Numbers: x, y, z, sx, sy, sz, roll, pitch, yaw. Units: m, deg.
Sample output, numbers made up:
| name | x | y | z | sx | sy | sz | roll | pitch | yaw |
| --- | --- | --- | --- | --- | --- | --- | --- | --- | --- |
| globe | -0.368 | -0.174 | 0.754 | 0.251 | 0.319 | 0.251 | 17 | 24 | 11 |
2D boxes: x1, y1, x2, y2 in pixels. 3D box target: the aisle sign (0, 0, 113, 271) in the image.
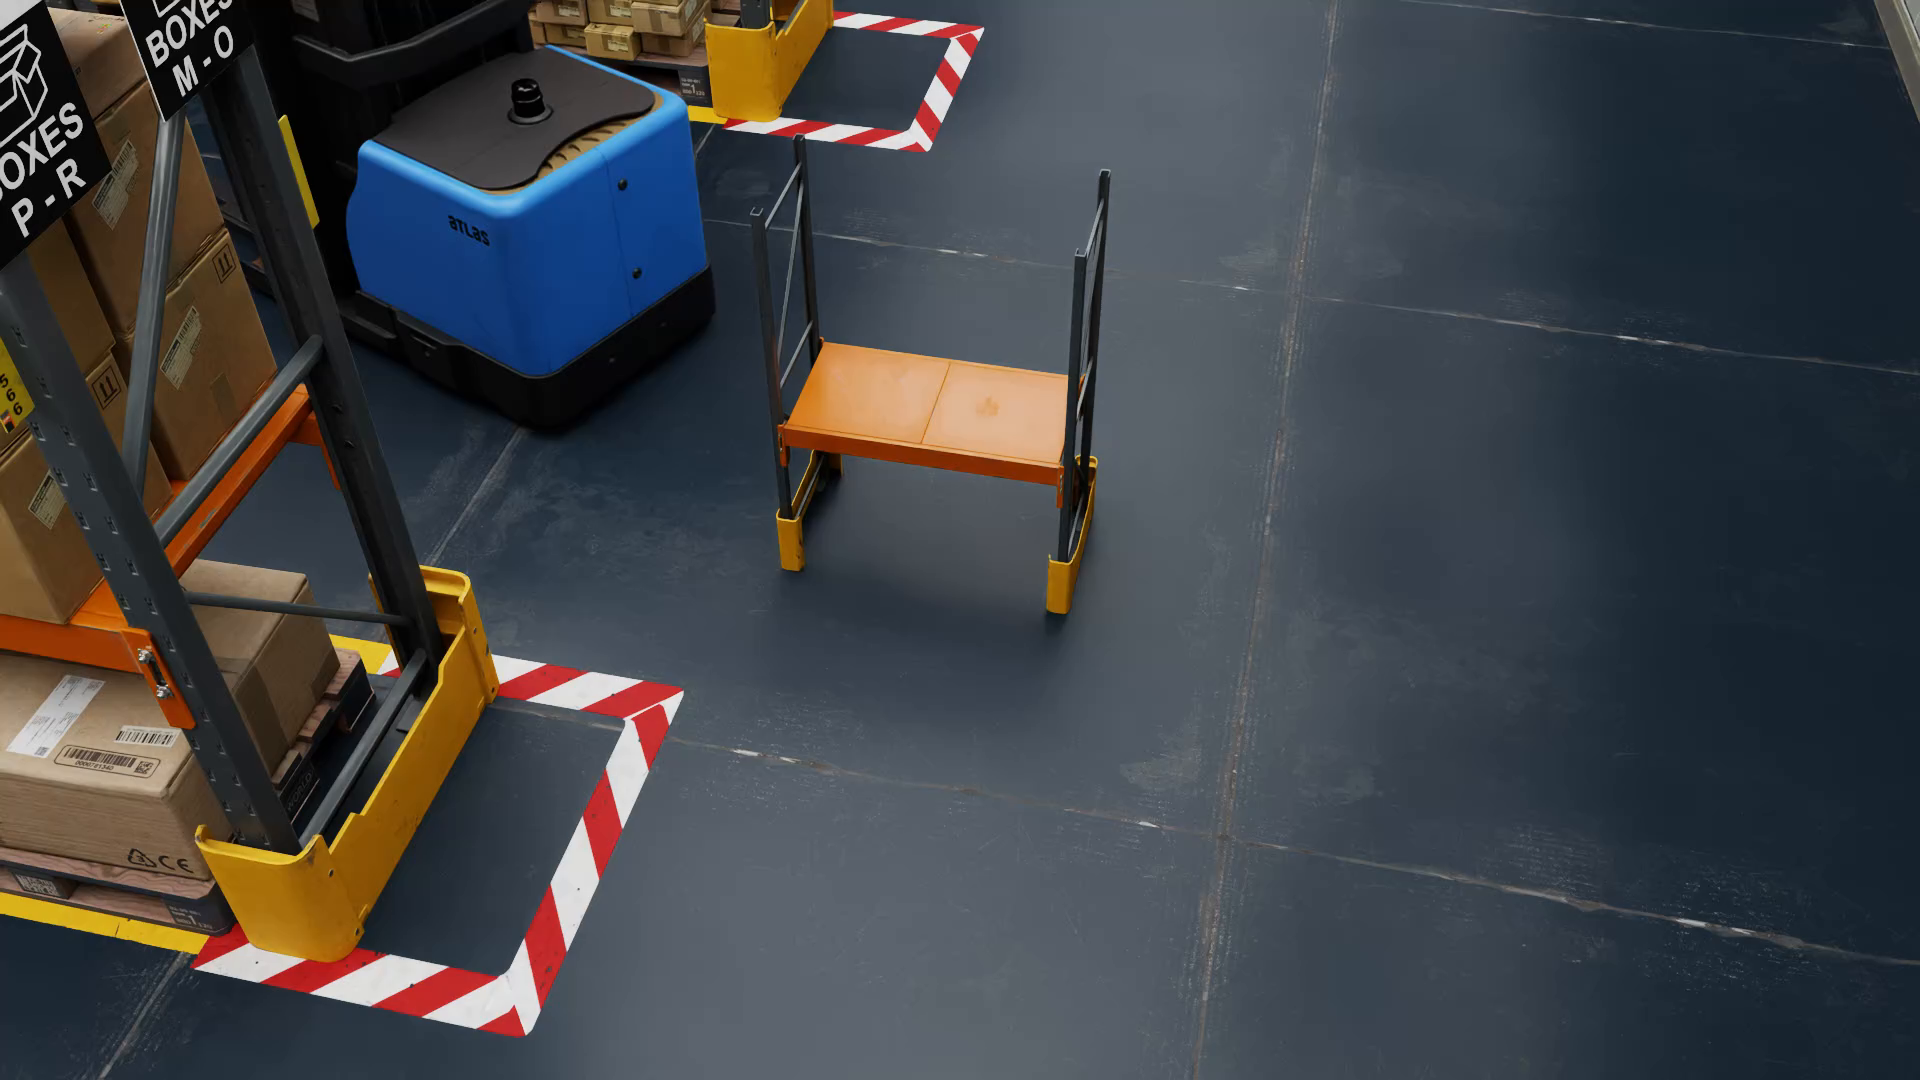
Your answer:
| name | x | y | z | sx | sy | sz | roll | pitch | yaw |
| --- | --- | --- | --- | --- | --- | --- | --- | --- | --- |
| aisle sign | -1.887 | -0.956 | 3.206 | 0.004 | 0.787 | 0.394 | 9 | 45 | 9 |

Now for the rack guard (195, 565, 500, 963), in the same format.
| name | x | y | z | sx | sy | sz | roll | pitch | yaw |
| --- | --- | --- | --- | --- | --- | --- | --- | --- | --- |
| rack guard | -1.867 | 0.664 | 5.199 | 0.348 | 0.500 | 1.175 | 9 | 45 | 9 |

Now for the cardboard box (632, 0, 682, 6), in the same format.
| name | x | y | z | sx | sy | sz | roll | pitch | yaw |
| --- | --- | --- | --- | --- | --- | --- | --- | --- | --- |
| cardboard box | -1.480 | -2.852 | 8.374 | 0.250 | 0.149 | 0.380 | 9 | 45 | 10 |

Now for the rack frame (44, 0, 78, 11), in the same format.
| name | x | y | z | sx | sy | sz | roll | pitch | yaw |
| --- | --- | --- | --- | --- | --- | --- | --- | --- | --- |
| rack frame | -4.811 | -4.211 | 8.462 | 0.127 | 3.000 | 1.000 | 9 | 45 | 9 |

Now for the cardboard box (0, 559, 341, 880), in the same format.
| name | x | y | z | sx | sy | sz | roll | pitch | yaw |
| --- | --- | --- | --- | --- | --- | --- | --- | --- | --- |
| cardboard box | -2.556 | 0.500 | 5.113 | 0.875 | 0.438 | 0.875 | 7 | 44 | 8 |

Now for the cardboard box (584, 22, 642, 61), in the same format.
| name | x | y | z | sx | sy | sz | roll | pitch | yaw |
| --- | --- | --- | --- | --- | --- | --- | --- | --- | --- |
| cardboard box | -1.740 | -2.638 | 8.581 | 0.250 | 0.149 | 0.380 | 10 | 45 | 10 |

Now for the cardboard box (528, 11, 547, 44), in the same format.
| name | x | y | z | sx | sy | sz | roll | pitch | yaw |
| --- | --- | --- | --- | --- | --- | --- | --- | --- | --- |
| cardboard box | -2.223 | -2.765 | 8.713 | 0.250 | 0.149 | 0.380 | 9 | 45 | 9 |

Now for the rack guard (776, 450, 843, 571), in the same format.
| name | x | y | z | sx | sy | sz | roll | pitch | yaw |
| --- | --- | --- | --- | --- | --- | --- | --- | --- | --- |
| rack guard | -0.560 | -0.177 | 6.254 | 0.087 | 0.250 | 0.587 | 9 | 45 | 9 |

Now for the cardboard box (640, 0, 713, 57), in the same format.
| name | x | y | z | sx | sy | sz | roll | pitch | yaw |
| --- | --- | --- | --- | --- | --- | --- | --- | --- | --- |
| cardboard box | -1.467 | -2.668 | 8.612 | 0.250 | 0.149 | 0.380 | 10 | 45 | 10 |

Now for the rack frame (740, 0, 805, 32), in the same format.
| name | x | y | z | sx | sy | sz | roll | pitch | yaw |
| --- | --- | --- | --- | --- | --- | --- | --- | --- | --- |
| rack frame | -0.908 | -3.605 | 7.833 | 0.127 | 3.000 | 1.000 | 9 | 45 | 9 |

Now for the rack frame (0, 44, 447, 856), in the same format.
| name | x | y | z | sx | sy | sz | roll | pitch | yaw |
| --- | --- | --- | --- | --- | --- | --- | --- | --- | --- |
| rack frame | -1.890 | -0.240 | 4.336 | 0.127 | 3.000 | 1.000 | 9 | 45 | 9 |

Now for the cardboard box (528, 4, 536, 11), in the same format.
| name | x | y | z | sx | sy | sz | roll | pitch | yaw |
| --- | --- | --- | --- | --- | --- | --- | --- | --- | --- |
| cardboard box | -2.232 | -2.911 | 8.650 | 0.250 | 0.149 | 0.380 | 8 | 45 | 9 |

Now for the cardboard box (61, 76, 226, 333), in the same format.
| name | x | y | z | sx | sy | sz | roll | pitch | yaw |
| --- | --- | --- | --- | --- | --- | --- | --- | --- | --- |
| cardboard box | -2.296 | -0.902 | 4.231 | 0.500 | 0.500 | 0.500 | 8 | 44 | 8 |

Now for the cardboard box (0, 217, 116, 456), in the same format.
| name | x | y | z | sx | sy | sz | roll | pitch | yaw |
| --- | --- | --- | --- | --- | --- | --- | --- | --- | --- |
| cardboard box | -2.412 | -0.548 | 3.863 | 0.500 | 0.500 | 0.500 | 10 | 45 | 10 |

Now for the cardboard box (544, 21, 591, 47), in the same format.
| name | x | y | z | sx | sy | sz | roll | pitch | yaw |
| --- | --- | --- | --- | --- | --- | --- | --- | --- | --- |
| cardboard box | -1.979 | -2.737 | 8.683 | 0.250 | 0.149 | 0.380 | 9 | 45 | 9 |

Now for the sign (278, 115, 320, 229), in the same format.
| name | x | y | z | sx | sy | sz | roll | pitch | yaw |
| --- | --- | --- | --- | --- | --- | --- | --- | --- | --- |
| sign | -1.763 | -0.955 | 4.398 | 0.005 | 0.325 | 0.100 | 9 | 45 | 9 |

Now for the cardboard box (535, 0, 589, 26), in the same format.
| name | x | y | z | sx | sy | sz | roll | pitch | yaw |
| --- | --- | --- | --- | --- | --- | --- | --- | --- | --- |
| cardboard box | -1.993 | -2.801 | 8.535 | 0.250 | 0.149 | 0.380 | 7 | 44 | 7 |

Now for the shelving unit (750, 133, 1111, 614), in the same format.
| name | x | y | z | sx | sy | sz | roll | pitch | yaw |
| --- | --- | --- | --- | --- | --- | --- | --- | --- | --- |
| shelving unit | -0.074 | -0.552 | 5.742 | 1.083 | 1.500 | 0.587 | 9 | 45 | 9 |

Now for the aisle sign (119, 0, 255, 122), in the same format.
| name | x | y | z | sx | sy | sz | roll | pitch | yaw |
| --- | --- | --- | --- | --- | --- | --- | --- | --- | --- |
| aisle sign | -1.756 | -1.362 | 3.627 | 0.004 | 0.787 | 0.394 | 9 | 45 | 9 |

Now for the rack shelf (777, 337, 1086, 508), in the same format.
| name | x | y | z | sx | sy | sz | roll | pitch | yaw |
| --- | --- | --- | --- | --- | --- | --- | --- | --- | --- |
| rack shelf | -0.083 | -0.424 | 5.868 | 1.000 | 0.185 | 0.538 | 9 | 45 | 9 |

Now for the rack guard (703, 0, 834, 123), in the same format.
| name | x | y | z | sx | sy | sz | roll | pitch | yaw |
| --- | --- | --- | --- | --- | --- | --- | --- | --- | --- |
| rack guard | -0.982 | -2.716 | 8.711 | 0.348 | 0.500 | 1.175 | 9 | 45 | 9 |

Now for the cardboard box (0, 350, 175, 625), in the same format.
| name | x | y | z | sx | sy | sz | roll | pitch | yaw |
| --- | --- | --- | --- | --- | --- | --- | --- | --- | --- |
| cardboard box | -2.419 | -0.170 | 4.191 | 0.500 | 0.500 | 0.500 | 9 | 45 | 9 |

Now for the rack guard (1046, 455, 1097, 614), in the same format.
| name | x | y | z | sx | sy | sz | roll | pitch | yaw |
| --- | --- | --- | --- | --- | --- | --- | --- | --- | --- |
| rack guard | 0.412 | -0.026 | 6.097 | 0.087 | 0.250 | 0.587 | 9 | 45 | 9 |

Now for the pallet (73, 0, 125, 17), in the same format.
| name | x | y | z | sx | sy | sz | roll | pitch | yaw |
| --- | --- | --- | --- | --- | --- | --- | --- | --- | --- |
| pallet | -4.148 | -3.128 | 9.348 | 1.213 | 0.211 | 1.003 | 9 | 45 | 9 |

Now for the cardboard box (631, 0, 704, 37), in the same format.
| name | x | y | z | sx | sy | sz | roll | pitch | yaw |
| --- | --- | --- | --- | --- | --- | --- | --- | --- | --- |
| cardboard box | -1.485 | -2.723 | 8.455 | 0.250 | 0.149 | 0.380 | 8 | 44 | 8 |

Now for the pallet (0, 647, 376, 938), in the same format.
| name | x | y | z | sx | sy | sz | roll | pitch | yaw |
| --- | --- | --- | --- | --- | --- | --- | --- | --- | --- |
| pallet | -2.687 | 0.697 | 5.374 | 1.213 | 0.211 | 1.003 | 9 | 45 | 9 |

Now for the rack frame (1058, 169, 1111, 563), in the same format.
| name | x | y | z | sx | sy | sz | roll | pitch | yaw |
| --- | --- | --- | --- | --- | --- | --- | --- | --- | --- |
| rack frame | 0.413 | -0.476 | 5.663 | 0.032 | 1.500 | 0.500 | 9 | 45 | 9 |

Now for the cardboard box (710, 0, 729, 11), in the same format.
| name | x | y | z | sx | sy | sz | roll | pitch | yaw |
| --- | --- | --- | --- | --- | --- | --- | --- | --- | --- |
| cardboard box | -1.349 | -3.025 | 8.983 | 0.250 | 0.149 | 0.380 | 10 | 45 | 10 |

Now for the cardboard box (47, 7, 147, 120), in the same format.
| name | x | y | z | sx | sy | sz | roll | pitch | yaw |
| --- | --- | --- | --- | --- | --- | --- | --- | --- | --- |
| cardboard box | -2.176 | -1.111 | 3.980 | 0.250 | 0.149 | 0.380 | 10 | 45 | 10 |

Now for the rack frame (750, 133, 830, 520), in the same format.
| name | x | y | z | sx | sy | sz | roll | pitch | yaw |
| --- | --- | --- | --- | --- | --- | --- | --- | --- | --- |
| rack frame | -0.579 | -0.630 | 5.823 | 0.032 | 1.500 | 0.500 | 9 | 45 | 9 |

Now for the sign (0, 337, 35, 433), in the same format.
| name | x | y | z | sx | sy | sz | roll | pitch | yaw |
| --- | --- | --- | --- | --- | --- | --- | --- | --- | --- |
| sign | -2.022 | -0.377 | 3.473 | 0.005 | 0.325 | 0.100 | 9 | 45 | 9 |

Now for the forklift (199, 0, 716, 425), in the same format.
| name | x | y | z | sx | sy | sz | roll | pitch | yaw |
| --- | --- | --- | --- | --- | --- | --- | --- | --- | --- |
| forklift | -2.546 | -2.339 | 6.567 | 3.031 | 2.935 | 1.130 | 27 | 50 | 25 |

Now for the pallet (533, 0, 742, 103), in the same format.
| name | x | y | z | sx | sy | sz | roll | pitch | yaw |
| --- | --- | --- | --- | --- | --- | --- | --- | --- | --- |
| pallet | -1.767 | -2.759 | 8.964 | 1.213 | 0.211 | 1.003 | 9 | 45 | 9 |

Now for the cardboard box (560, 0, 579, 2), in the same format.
| name | x | y | z | sx | sy | sz | roll | pitch | yaw |
| --- | --- | --- | --- | --- | --- | --- | --- | --- | --- |
| cardboard box | -1.993 | -2.883 | 8.406 | 0.250 | 0.149 | 0.380 | 8 | 44 | 8 |

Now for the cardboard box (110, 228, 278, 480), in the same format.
| name | x | y | z | sx | sy | sz | roll | pitch | yaw |
| --- | --- | --- | --- | --- | --- | --- | --- | --- | --- |
| cardboard box | -2.296 | -0.543 | 4.579 | 0.500 | 0.500 | 0.500 | 9 | 45 | 9 |

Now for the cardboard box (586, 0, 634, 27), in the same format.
| name | x | y | z | sx | sy | sz | roll | pitch | yaw |
| --- | --- | --- | --- | --- | --- | --- | --- | --- | --- |
| cardboard box | -1.728 | -2.799 | 8.534 | 0.250 | 0.149 | 0.380 | 8 | 44 | 8 |

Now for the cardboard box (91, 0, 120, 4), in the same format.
| name | x | y | z | sx | sy | sz | roll | pitch | yaw |
| --- | --- | --- | --- | --- | --- | --- | --- | --- | --- |
| cardboard box | -4.526 | -3.063 | 9.022 | 0.250 | 0.149 | 0.380 | 7 | 44 | 7 |

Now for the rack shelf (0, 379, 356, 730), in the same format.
| name | x | y | z | sx | sy | sz | roll | pitch | yaw |
| --- | --- | --- | --- | --- | --- | --- | --- | --- | --- |
| rack shelf | -3.842 | -0.284 | 4.900 | 4.000 | 0.370 | 1.077 | 9 | 45 | 9 |
